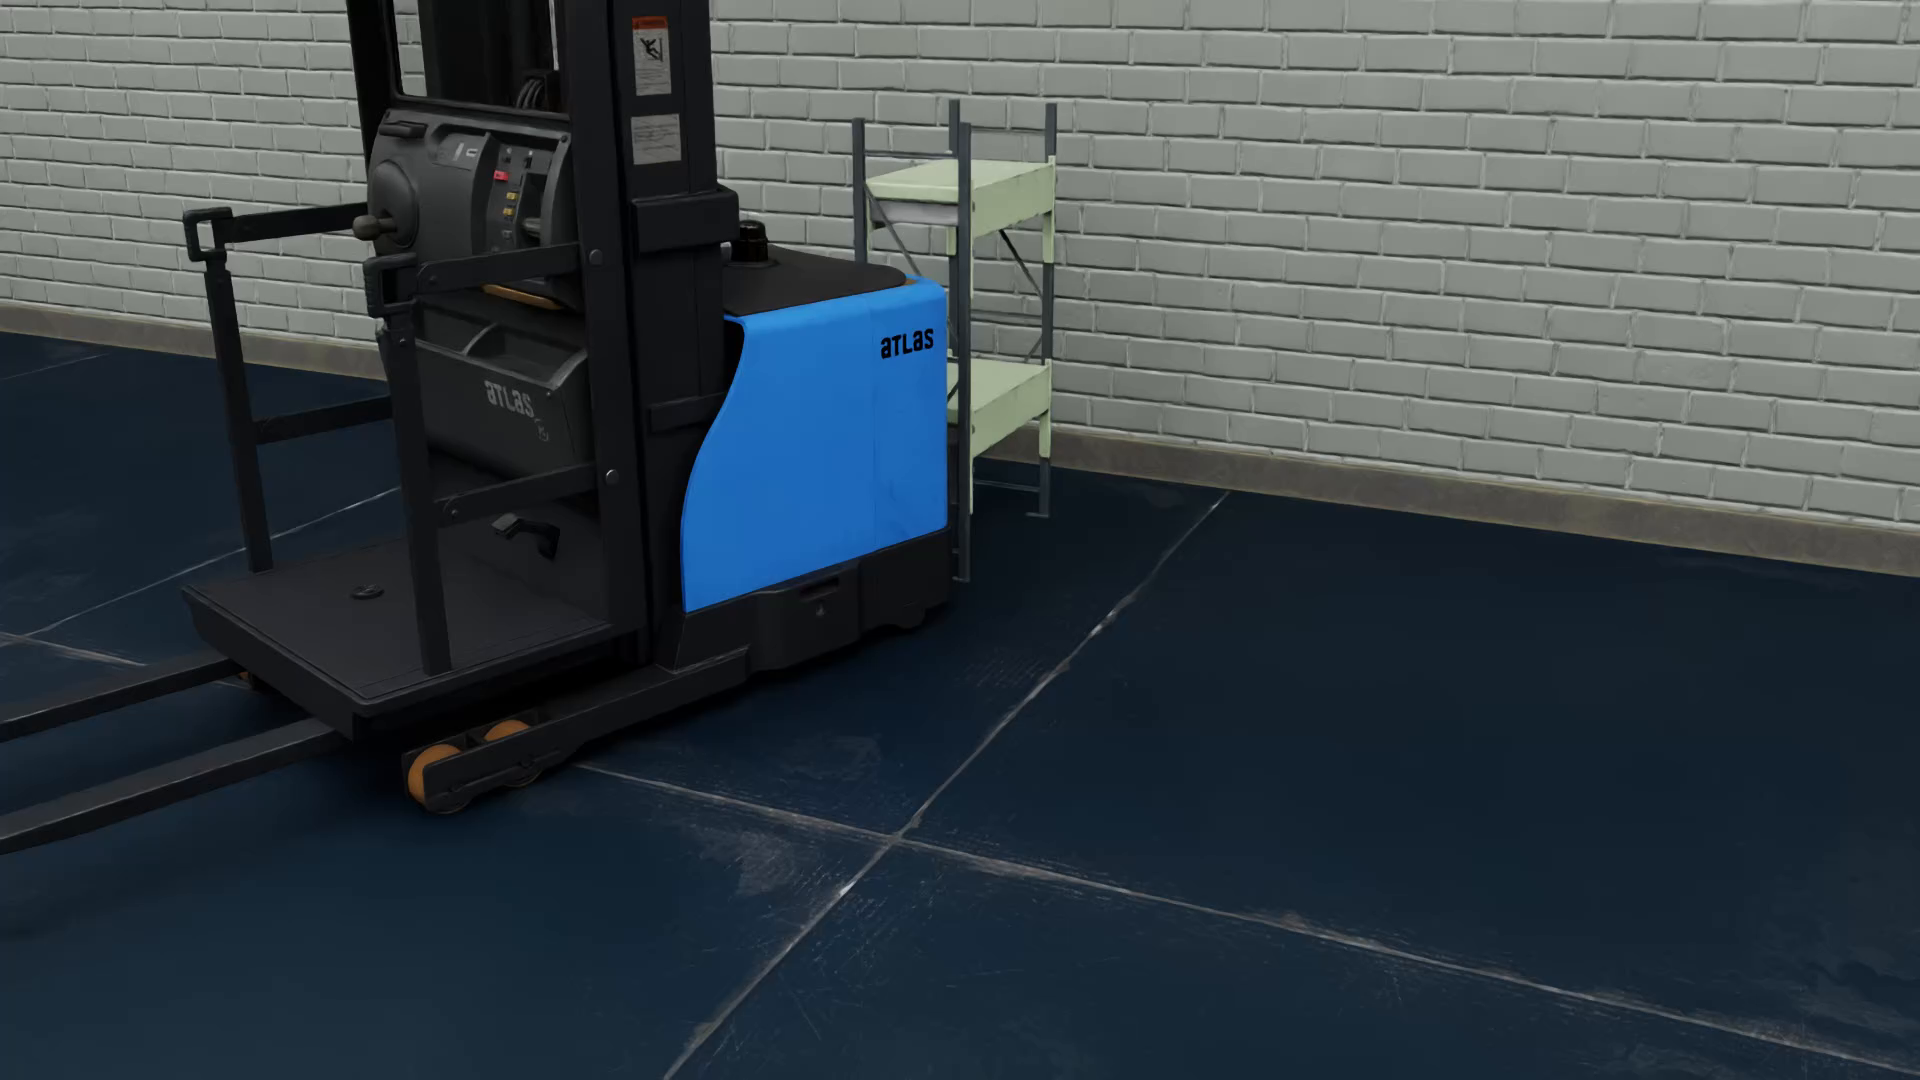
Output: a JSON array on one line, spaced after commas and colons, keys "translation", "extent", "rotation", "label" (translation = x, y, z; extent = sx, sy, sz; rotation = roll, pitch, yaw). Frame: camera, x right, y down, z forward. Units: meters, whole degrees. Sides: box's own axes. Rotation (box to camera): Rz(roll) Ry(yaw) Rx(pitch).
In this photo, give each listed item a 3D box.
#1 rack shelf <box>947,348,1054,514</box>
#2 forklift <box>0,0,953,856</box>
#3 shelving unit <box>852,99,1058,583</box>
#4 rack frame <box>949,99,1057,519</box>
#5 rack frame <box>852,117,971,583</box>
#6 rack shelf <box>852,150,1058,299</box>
[{"translation": [-0.003, -0.397, 5.821], "extent": [0.431, 0.370, 0.720], "rotation": [9, 21, 23], "label": "rack shelf"}, {"translation": [-1.420, -0.904, 4.136], "extent": [1.130, 2.935, 3.031], "rotation": [18, 27, 42], "label": "forklift"}, {"translation": [-0.003, -0.705, 5.712], "extent": [0.431, 1.500, 0.755], "rotation": [9, 21, 23], "label": "shelving unit"}, {"translation": [0.147, -0.816, 6.026], "extent": [0.400, 1.500, 0.023], "rotation": [9, 21, 23], "label": "rack frame"}, {"translation": [-0.153, -0.593, 5.397], "extent": [0.400, 1.500, 0.023], "rotation": [9, 21, 23], "label": "rack frame"}, {"translation": [-0.003, -1.072, 5.581], "extent": [0.431, 0.370, 0.720], "rotation": [9, 21, 23], "label": "rack shelf"}]
